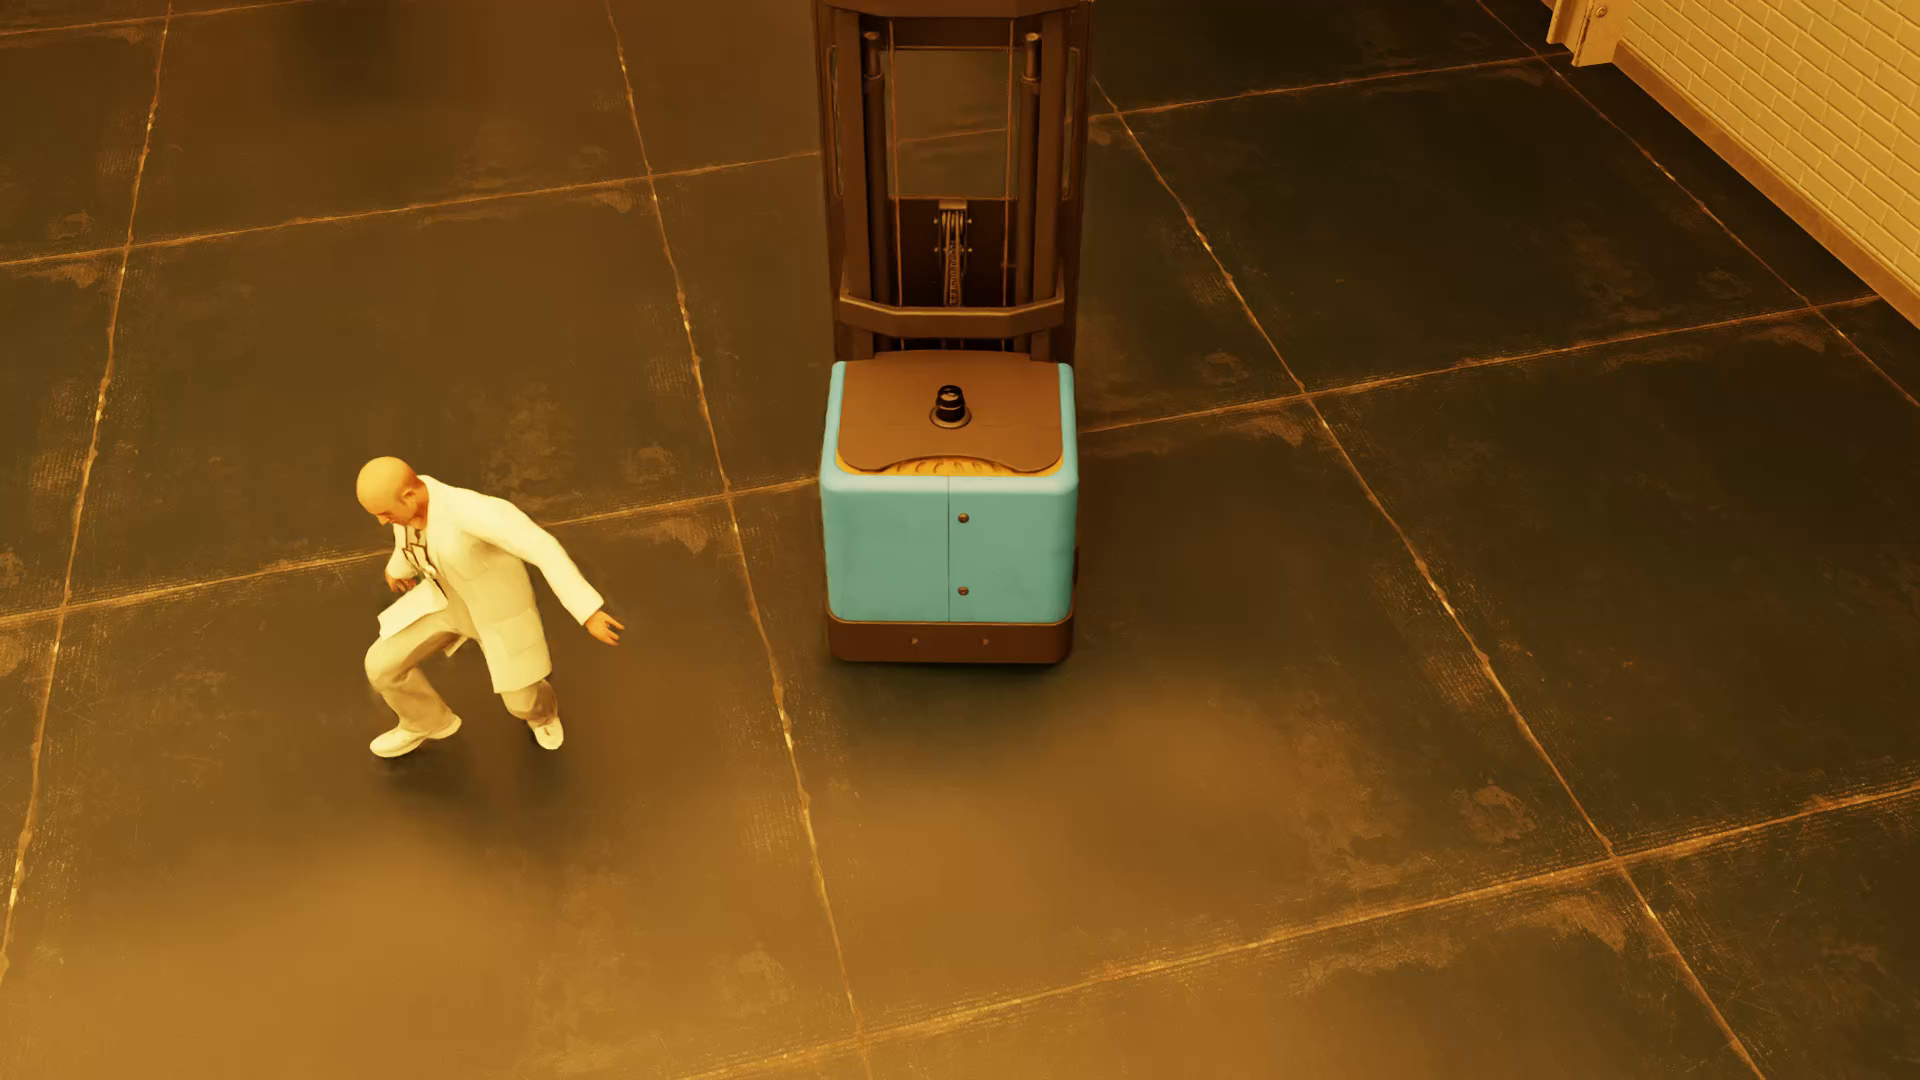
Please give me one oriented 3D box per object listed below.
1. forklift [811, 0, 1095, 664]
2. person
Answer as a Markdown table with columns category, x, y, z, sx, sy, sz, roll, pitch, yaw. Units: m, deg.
| category | x | y | z | sx | sy | sz | roll | pitch | yaw |
| --- | --- | --- | --- | --- | --- | --- | --- | --- | --- |
| forklift | -0.022 | -1.527 | 7.261 | 1.130 | 2.935 | 3.031 | 1 | 43 | 1 |
| person | -1.752 | 0.308 | 6.301 | 1.193 | 1.703 | 0.596 | 16 | 46 | 16 |
